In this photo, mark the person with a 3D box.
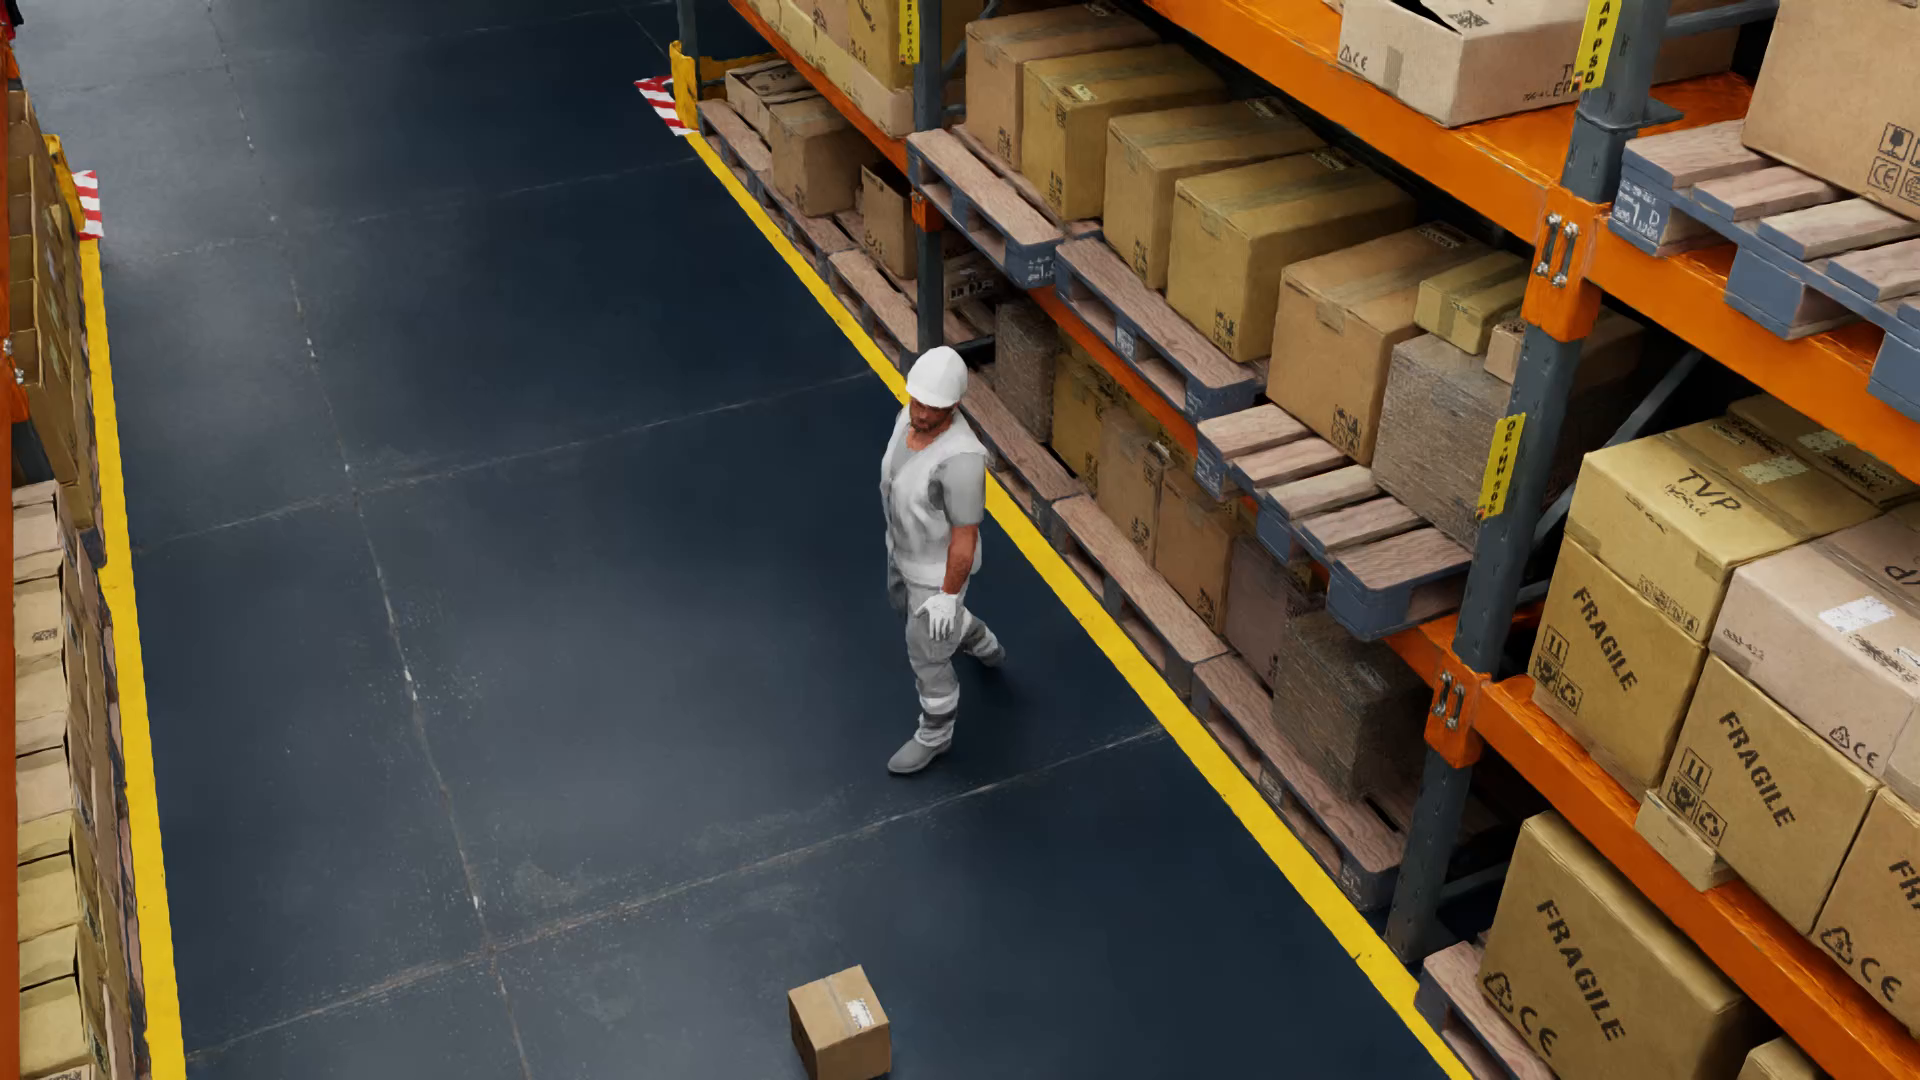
[{"bbox_3d":[-0.058,0.018,6.109,0.625,1.787,0.737,-14,39,-18],"label":"person"}]
